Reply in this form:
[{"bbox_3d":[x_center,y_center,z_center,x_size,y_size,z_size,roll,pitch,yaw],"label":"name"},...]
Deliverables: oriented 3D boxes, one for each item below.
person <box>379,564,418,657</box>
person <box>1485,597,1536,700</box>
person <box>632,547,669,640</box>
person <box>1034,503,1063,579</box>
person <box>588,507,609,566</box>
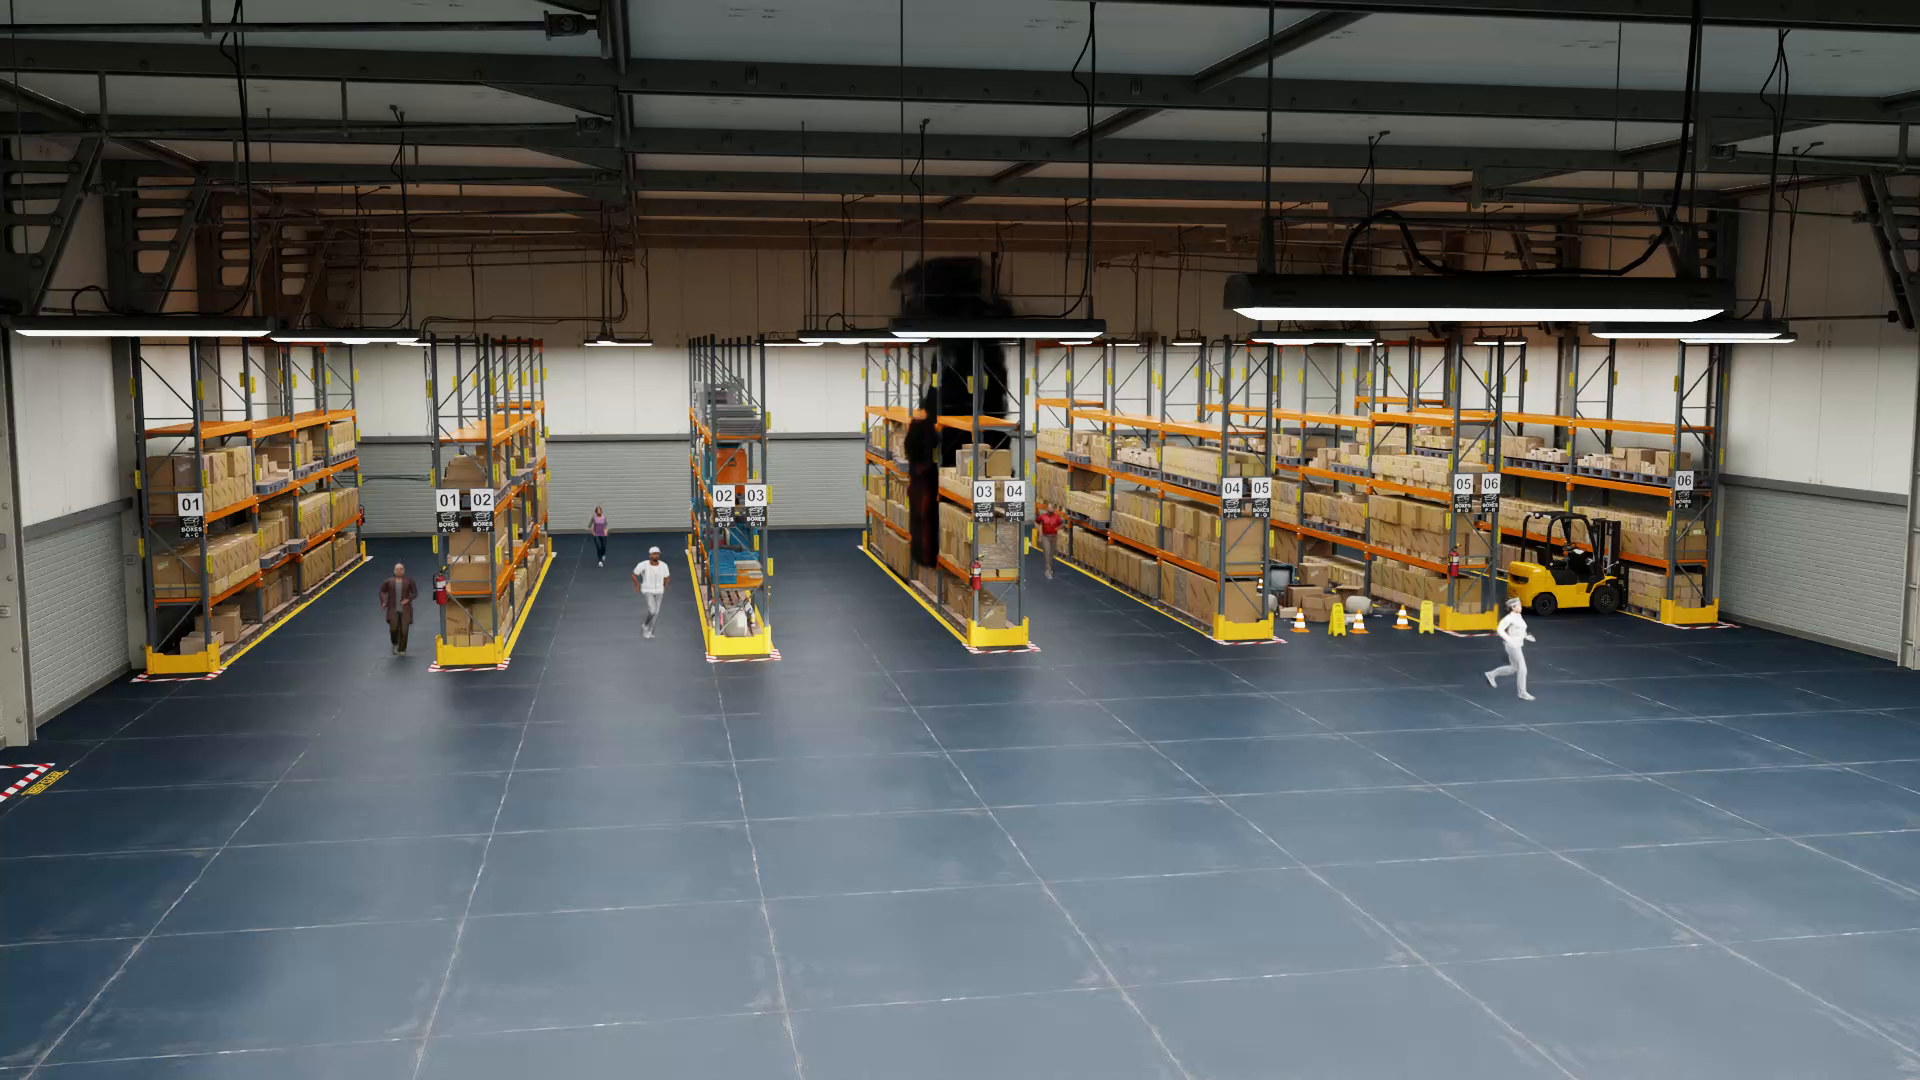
[{"bbox_3d":[-10.435,1.318,30.934,0.694,1.729,0.615,-2,7,-18],"label":"person"},{"bbox_3d":[9.089,1.772,27.388,0.821,1.691,0.618,4,8,32],"label":"person"},{"bbox_3d":[-5.765,1.002,31.312,0.676,1.758,0.601,-4,8,-32],"label":"person"},{"bbox_3d":[2.157,0.006,39.778,0.652,1.769,0.770,-2,7,-15],"label":"person"},{"bbox_3d":[-9.599,-0.105,44.185,0.551,1.576,0.569,-2,7,-19],"label":"person"}]
